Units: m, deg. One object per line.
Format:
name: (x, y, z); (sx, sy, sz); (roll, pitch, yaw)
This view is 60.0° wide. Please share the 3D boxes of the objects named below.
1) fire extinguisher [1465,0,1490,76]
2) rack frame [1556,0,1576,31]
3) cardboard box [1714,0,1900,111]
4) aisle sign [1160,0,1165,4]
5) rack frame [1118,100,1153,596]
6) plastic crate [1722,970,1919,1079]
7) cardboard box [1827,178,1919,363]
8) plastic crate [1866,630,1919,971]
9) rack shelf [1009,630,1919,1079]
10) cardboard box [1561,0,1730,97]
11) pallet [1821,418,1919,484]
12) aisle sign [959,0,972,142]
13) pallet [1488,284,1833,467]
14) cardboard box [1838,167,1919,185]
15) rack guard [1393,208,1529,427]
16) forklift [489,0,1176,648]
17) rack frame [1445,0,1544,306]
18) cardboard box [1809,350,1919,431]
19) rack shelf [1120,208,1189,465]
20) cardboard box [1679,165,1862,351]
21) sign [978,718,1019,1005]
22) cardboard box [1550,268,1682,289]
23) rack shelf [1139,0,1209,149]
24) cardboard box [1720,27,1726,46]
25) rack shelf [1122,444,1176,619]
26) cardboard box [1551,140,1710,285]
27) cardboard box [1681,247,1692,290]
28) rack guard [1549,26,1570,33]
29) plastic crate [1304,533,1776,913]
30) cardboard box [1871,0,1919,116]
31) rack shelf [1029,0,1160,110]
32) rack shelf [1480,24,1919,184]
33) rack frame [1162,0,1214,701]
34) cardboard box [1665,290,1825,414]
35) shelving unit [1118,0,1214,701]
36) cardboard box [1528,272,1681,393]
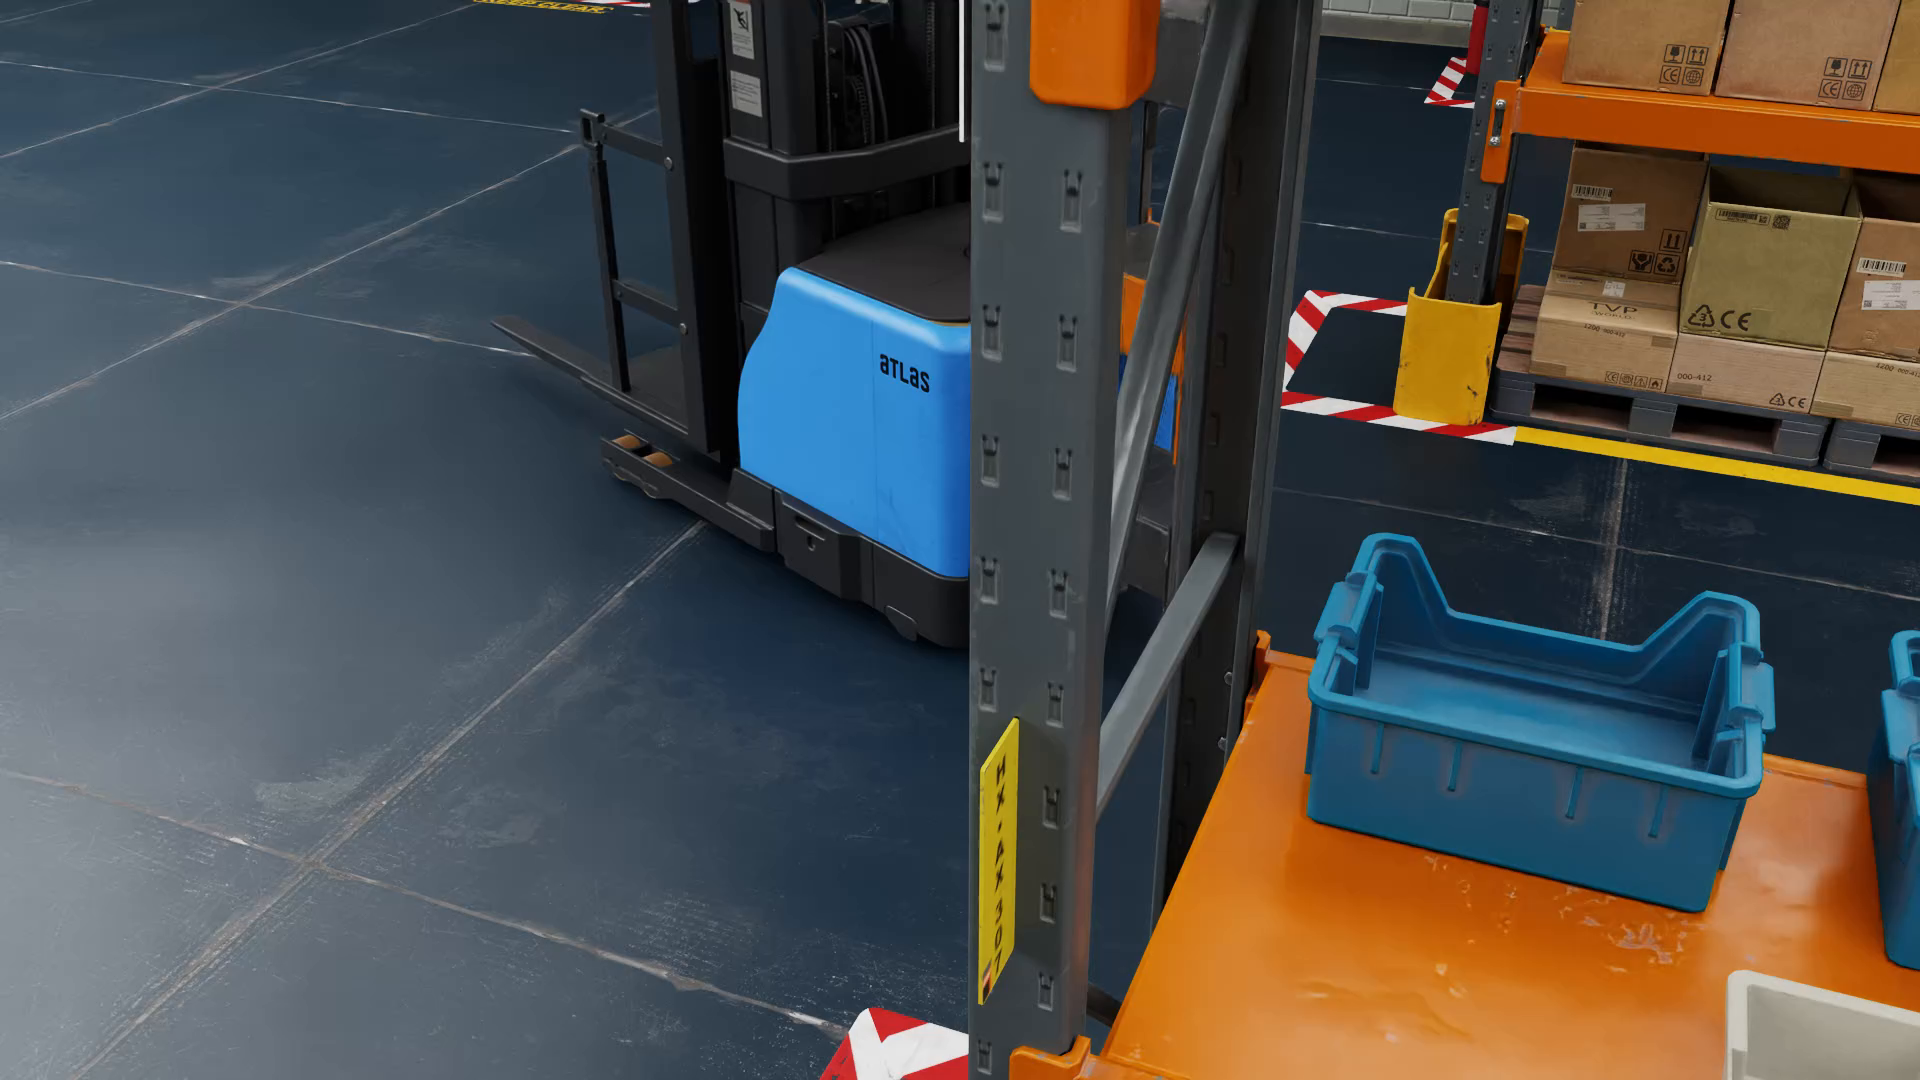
fire extinguisher: (2.183, -2.236, 6.736); (0.183, 0.674, 0.296); (11, 31, 19)
rack frame: (3.977, -4.295, 10.301); (0.127, 3.000, 1.000); (11, 31, 19)
cardboard box: (3.034, -1.892, 5.948); (0.500, 0.500, 0.700); (12, 32, 20)
aisle sign: (0.297, -1.059, 1.933); (0.004, 0.787, 0.394); (11, 31, 19)
rack frame: (0.401, -0.683, 4.824); (0.400, 2.100, 0.015); (-25, 38, -37)
plastic crate: (0.960, 0.649, 1.822); (0.250, 0.136, 0.298); (11, 31, 19)
cardboard box: (3.463, -0.969, 6.022); (0.500, 0.500, 0.500); (11, 31, 19)
plastic crate: (1.428, 0.365, 2.206); (0.408, 0.251, 0.499); (11, 31, 19)
rack shelf: (2.105, 0.905, 1.832); (4.000, 0.370, 1.077); (11, 31, 19)
cardboard box: (2.546, -1.987, 6.116); (0.500, 0.500, 0.700); (11, 31, 19)
pallet: (3.969, -0.473, 6.373); (1.213, 0.211, 1.003); (11, 31, 19)
aisle sign: (0.075, -0.790, 1.457); (0.004, 0.787, 0.394); (11, 31, 19)
pallet: (2.842, -0.700, 6.774); (1.213, 0.211, 1.003); (11, 31, 19)
cardboard box: (3.659, -1.207, 6.442); (0.500, 0.500, 0.500); (11, 31, 19)
rack guard: (2.096, -0.952, 6.927); (0.348, 0.500, 1.175); (11, 31, 19)
forklift: (-0.675, -1.580, 5.567); (1.130, 2.935, 3.031); (-25, 38, -37)
rack frame: (2.118, -2.036, 6.304); (0.127, 3.000, 1.000); (11, 31, 19)
cardboard box: (3.459, -0.638, 6.197); (0.500, 0.250, 0.500); (11, 31, 19)
rack shelf: (0.569, -0.584, 4.677); (0.431, 0.518, 0.480); (-25, 38, -37)
cardboard box: (2.995, -1.056, 6.176); (0.500, 0.500, 0.500); (11, 31, 19)
sign: (0.041, 0.351, 1.799); (0.005, 0.325, 0.100); (11, 31, 19)
cardboard box: (2.726, -1.057, 6.940); (0.500, 0.250, 0.500); (11, 31, 19)
rack shelf: (0.569, -1.194, 4.333); (0.431, 0.518, 0.480); (-25, 38, -37)
cardboard box: (4.584, -3.147, 10.556); (0.500, 0.311, 0.500); (8, 30, 13)
rack shelf: (0.569, 0.025, 5.022); (0.431, 0.518, 0.480); (-25, 38, -37)
cardboard box: (2.727, -1.385, 6.757); (0.500, 0.500, 0.500); (11, 31, 19)
cardboard box: (3.194, -0.970, 6.786); (0.500, 0.250, 0.500); (11, 31, 19)
rack guard: (4.047, -3.193, 10.891); (0.348, 0.500, 1.175); (11, 31, 19)
plastic crate: (0.828, 0.243, 2.423); (0.616, 0.251, 0.499); (11, 31, 19)
cardboard box: (3.492, -1.798, 5.781); (0.500, 0.500, 0.700); (12, 31, 19)
rack shelf: (2.105, -0.401, 1.094); (4.000, 0.370, 1.077); (11, 31, 19)
rack shelf: (3.971, -1.353, 5.826); (4.000, 0.370, 1.077); (11, 31, 19)
rack frame: (0.738, -0.509, 4.517); (0.400, 2.100, 0.015); (-25, 38, -37)
cardboard box: (2.996, -0.730, 6.362); (0.500, 0.250, 0.500); (11, 31, 19)
shelving unit: (0.569, -0.596, 4.671); (0.431, 2.100, 0.503); (-25, 38, -37)
cardboard box: (2.531, -0.821, 6.522); (0.500, 0.250, 0.500); (11, 31, 19)
